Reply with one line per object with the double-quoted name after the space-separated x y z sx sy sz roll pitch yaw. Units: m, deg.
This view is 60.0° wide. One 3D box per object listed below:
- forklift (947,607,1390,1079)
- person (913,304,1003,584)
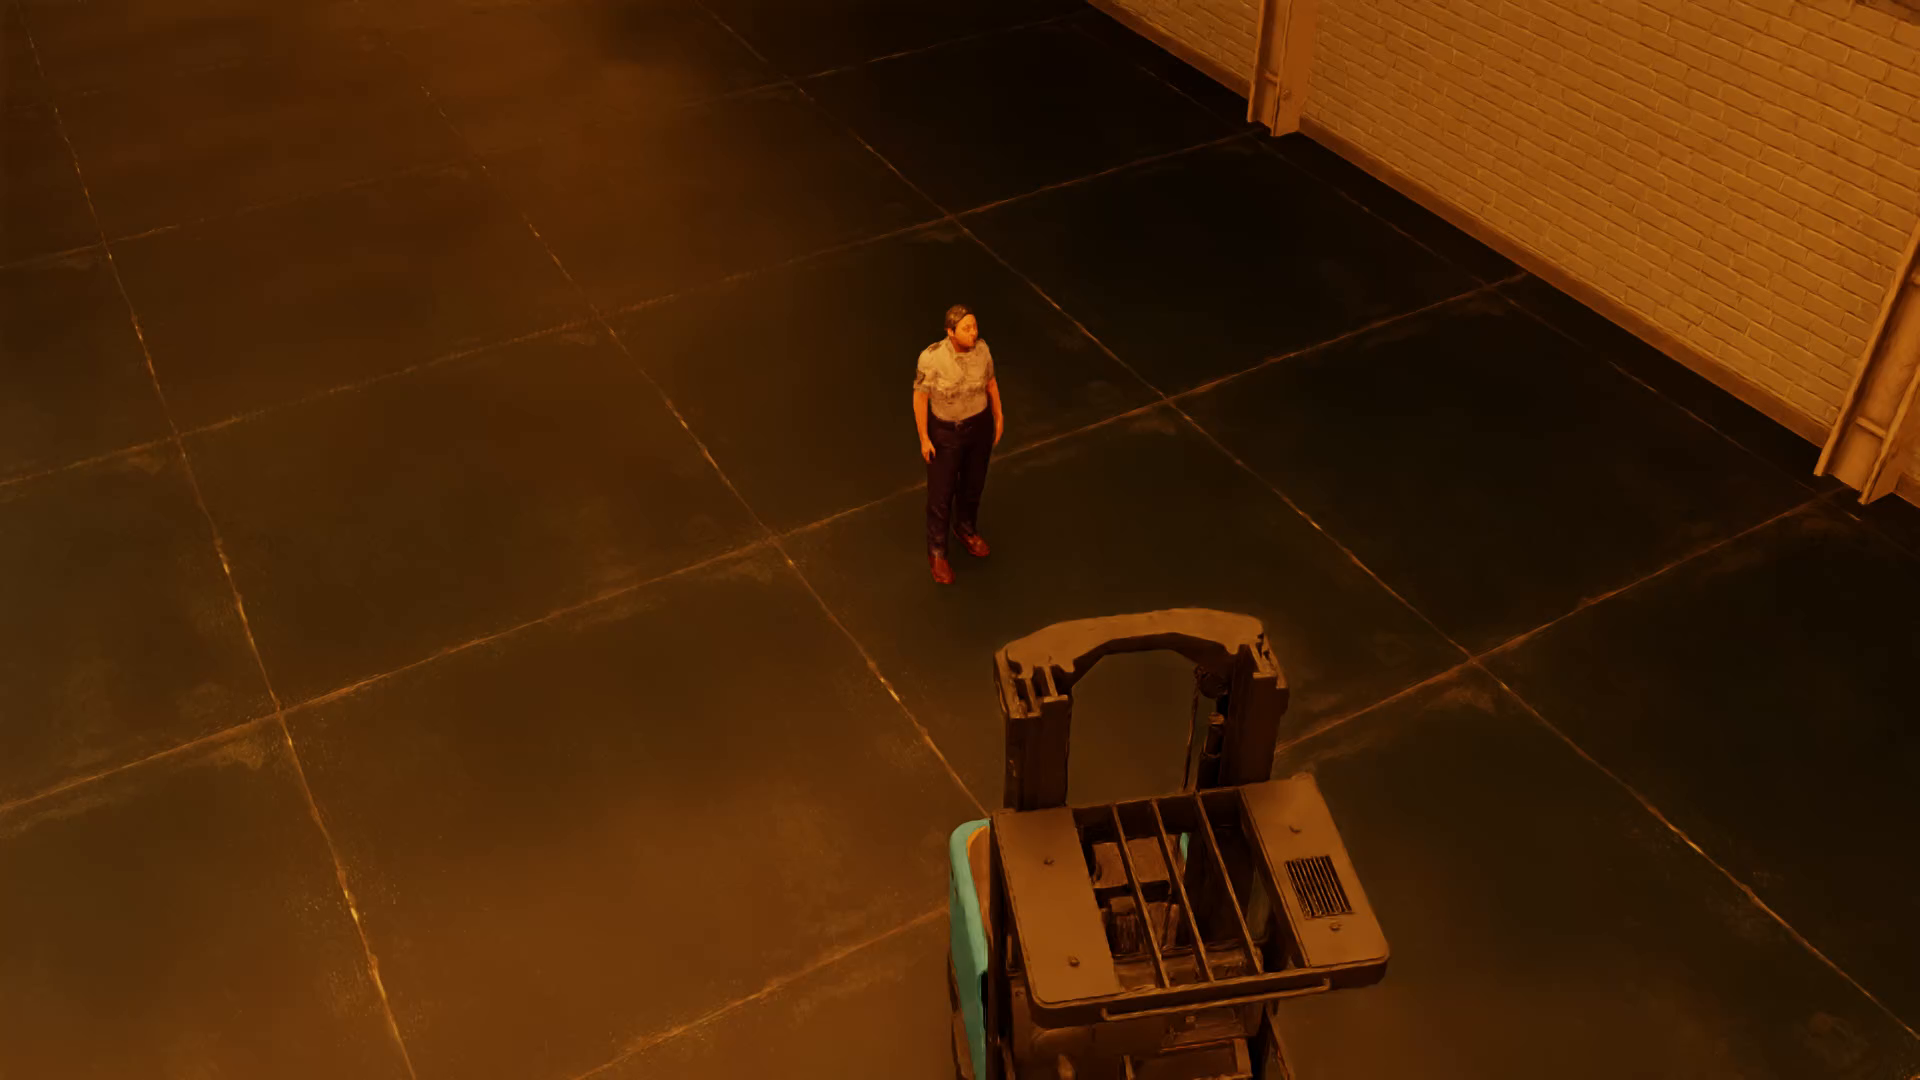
0.682 1.801 5.865 1.130 2.935 3.031 -6 40 -7 "forklift"
0.025 -0.583 9.733 0.599 1.650 0.502 -20 44 -23 "person"
